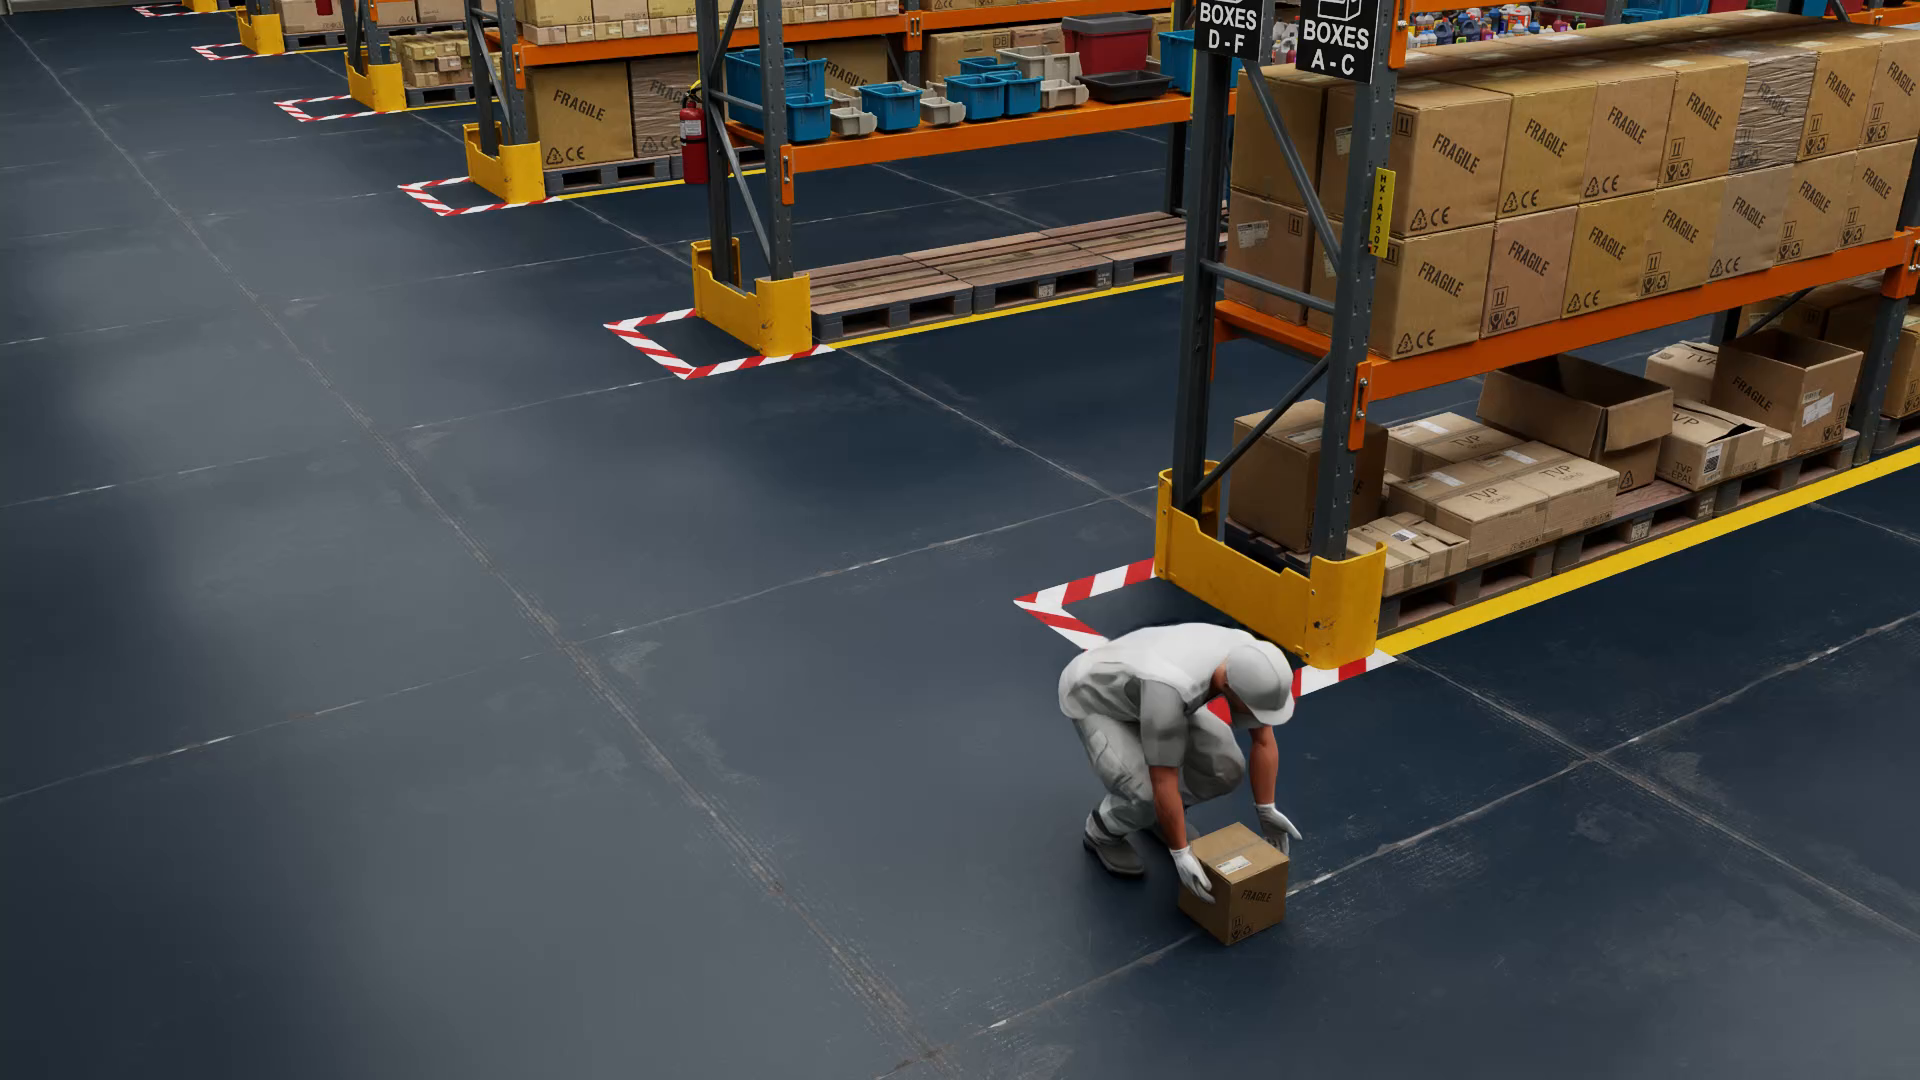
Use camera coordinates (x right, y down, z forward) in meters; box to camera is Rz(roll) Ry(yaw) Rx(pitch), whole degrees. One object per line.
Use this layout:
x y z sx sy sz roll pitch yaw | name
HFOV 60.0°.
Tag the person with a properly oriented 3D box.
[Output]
0.729 0.663 5.600 0.574 0.994 0.877 -15 29 -30 | person
